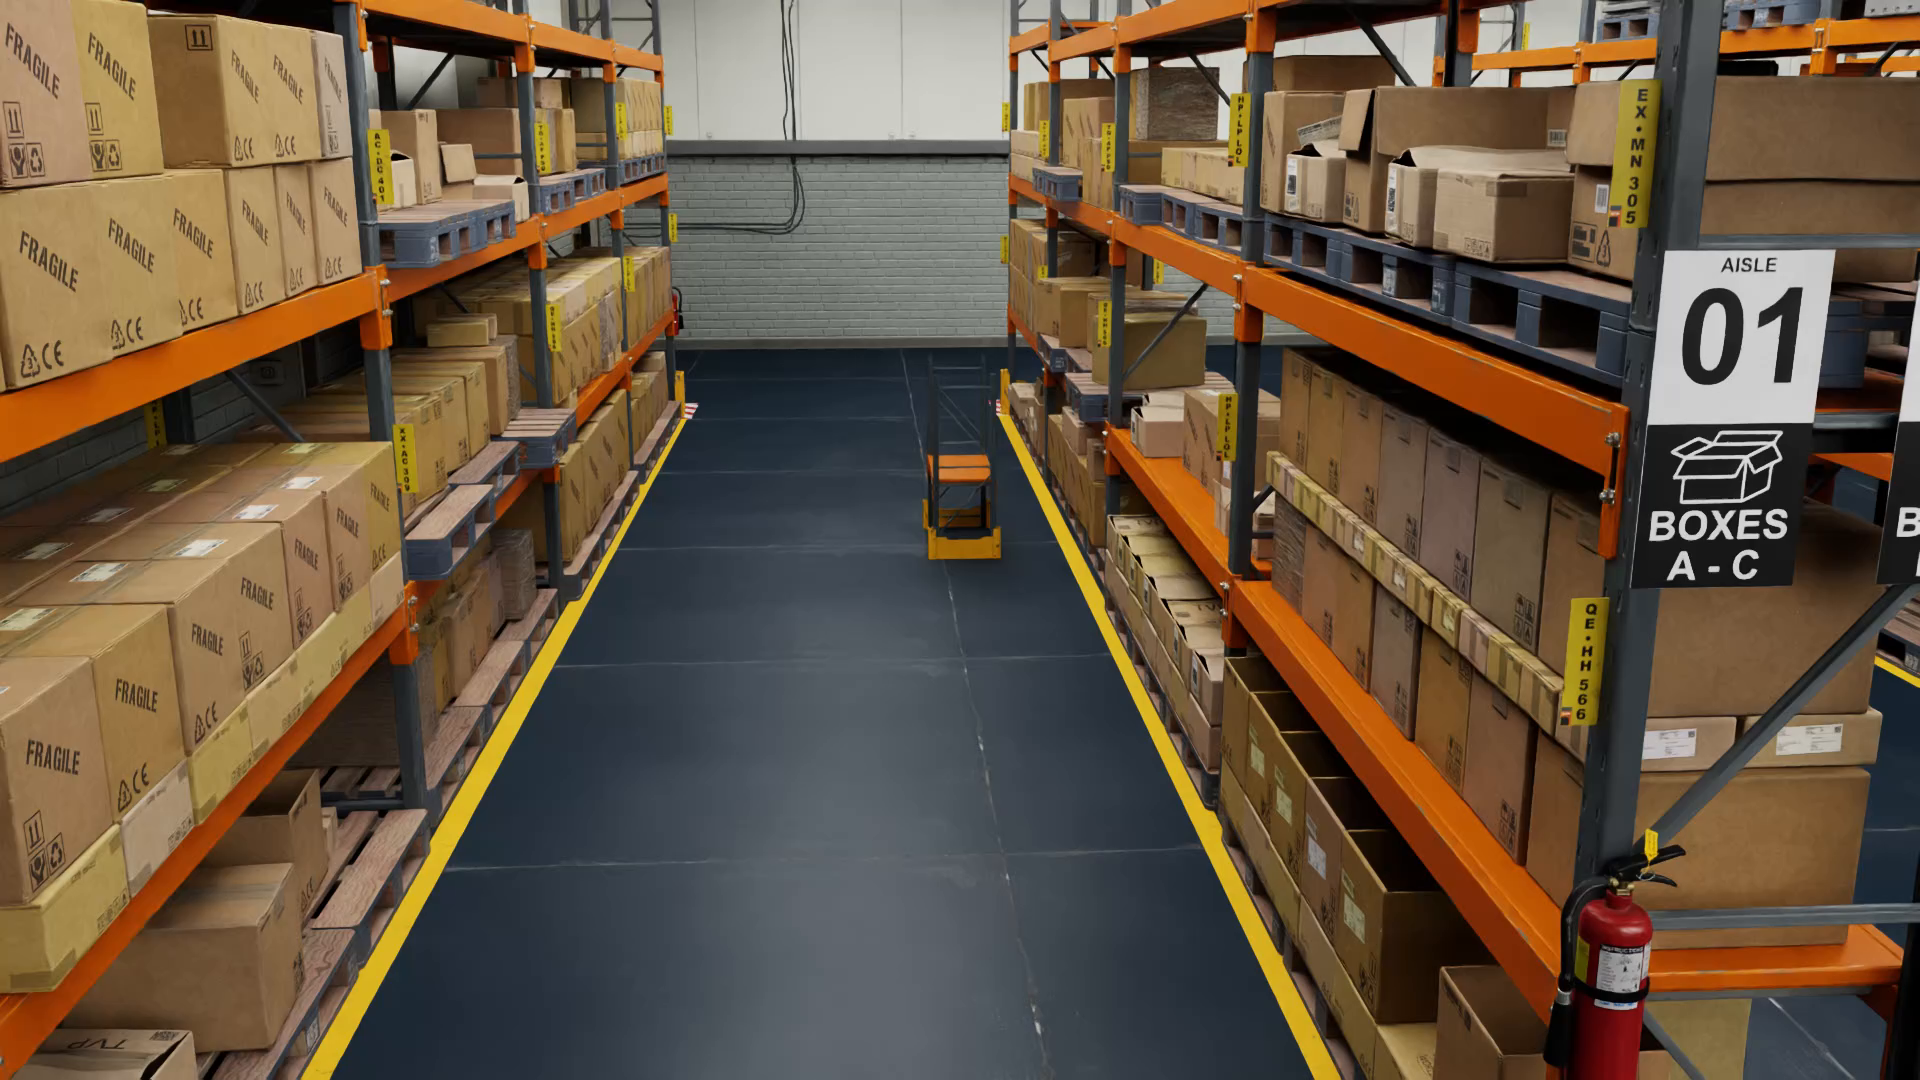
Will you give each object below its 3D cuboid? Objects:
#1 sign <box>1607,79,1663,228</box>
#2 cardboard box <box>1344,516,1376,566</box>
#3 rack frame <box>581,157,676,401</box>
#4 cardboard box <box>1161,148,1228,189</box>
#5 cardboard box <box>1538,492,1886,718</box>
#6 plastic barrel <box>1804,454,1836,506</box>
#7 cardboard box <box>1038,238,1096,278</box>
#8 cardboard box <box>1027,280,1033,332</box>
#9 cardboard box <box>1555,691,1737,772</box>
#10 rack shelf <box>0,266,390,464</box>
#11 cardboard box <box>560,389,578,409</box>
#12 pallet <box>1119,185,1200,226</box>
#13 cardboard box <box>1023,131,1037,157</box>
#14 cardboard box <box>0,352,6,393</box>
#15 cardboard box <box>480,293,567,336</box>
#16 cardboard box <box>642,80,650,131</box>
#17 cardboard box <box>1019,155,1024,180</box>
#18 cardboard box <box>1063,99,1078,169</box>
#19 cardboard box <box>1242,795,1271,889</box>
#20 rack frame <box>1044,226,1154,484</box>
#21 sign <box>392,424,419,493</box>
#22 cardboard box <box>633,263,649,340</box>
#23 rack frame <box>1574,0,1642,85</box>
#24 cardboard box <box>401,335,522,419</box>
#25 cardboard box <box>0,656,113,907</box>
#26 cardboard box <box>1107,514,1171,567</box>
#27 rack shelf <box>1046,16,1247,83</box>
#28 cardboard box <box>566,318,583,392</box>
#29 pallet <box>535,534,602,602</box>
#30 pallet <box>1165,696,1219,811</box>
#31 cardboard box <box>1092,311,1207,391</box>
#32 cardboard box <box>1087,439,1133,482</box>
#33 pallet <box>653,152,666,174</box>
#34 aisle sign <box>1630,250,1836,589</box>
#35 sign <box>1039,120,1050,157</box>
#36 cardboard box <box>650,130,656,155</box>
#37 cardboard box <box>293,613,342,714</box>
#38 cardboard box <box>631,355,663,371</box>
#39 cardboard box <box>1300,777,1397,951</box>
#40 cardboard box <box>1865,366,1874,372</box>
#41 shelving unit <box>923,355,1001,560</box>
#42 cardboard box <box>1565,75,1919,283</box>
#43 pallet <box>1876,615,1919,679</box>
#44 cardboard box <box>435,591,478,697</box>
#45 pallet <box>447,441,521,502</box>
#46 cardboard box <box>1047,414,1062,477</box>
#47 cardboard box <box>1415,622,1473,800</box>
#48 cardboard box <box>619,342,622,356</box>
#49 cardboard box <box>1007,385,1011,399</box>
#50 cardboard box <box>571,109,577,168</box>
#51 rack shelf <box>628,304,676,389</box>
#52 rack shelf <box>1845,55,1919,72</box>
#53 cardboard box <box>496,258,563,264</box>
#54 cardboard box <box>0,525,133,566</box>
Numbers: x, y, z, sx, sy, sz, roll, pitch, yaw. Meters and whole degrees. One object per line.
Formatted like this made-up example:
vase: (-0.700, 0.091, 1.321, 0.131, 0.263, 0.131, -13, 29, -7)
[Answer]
sign: (1.524, -0.870, 3.749, 0.100, 0.325, 0.005, -1, 14, -3)
cardboard box: (1.726, 0.001, 6.499, 0.380, 0.149, 0.250, -1, 14, -5)
rack frame: (-3.868, -2.933, 19.407, 1.000, 3.000, 0.127, -1, 14, -3)
cardboard box: (1.655, -2.493, 11.133, 0.500, 0.250, 0.500, -2, 15, -8)
cardboard box: (2.047, 0.162, 4.572, 0.700, 0.500, 0.500, -1, 14, -3)
plastic barrel: (6.468, -0.370, 12.959, 0.600, 0.830, 0.708, -1, 14, -3)
cardboard box: (1.034, -2.670, 16.178, 0.500, 0.500, 0.500, -1, 14, -3)
cardboard box: (0.969, -2.441, 17.292, 0.500, 0.500, 0.500, -1, 14, -2)
cardboard box: (1.853, 0.514, 4.507, 0.380, 0.149, 0.250, -1, 14, -4)
rack shelf: (-3.001, -0.556, 5.591, 1.077, 0.370, 4.000, -1, 14, -3)
cardboard box: (-3.101, -1.047, 12.541, 0.380, 0.149, 0.250, 0, 14, -2)
pallet: (1.702, -2.215, 10.974, 1.213, 0.211, 1.003, 0, 14, -1)
cardboard box: (0.936, -4.128, 17.328, 0.500, 0.250, 0.500, -1, 14, -3)
cardboard box: (-2.648, -0.552, 3.891, 0.500, 0.500, 0.500, -1, 14, -2)
cardboard box: (-3.145, -1.633, 12.011, 0.500, 0.250, 0.500, -1, 14, -2)
cardboard box: (-3.490, -4.496, 17.215, 0.500, 0.500, 0.500, -2, 15, -6)
cardboard box: (0.904, -4.010, 17.874, 0.500, 0.250, 0.500, -1, 14, -3)
cardboard box: (1.281, -3.642, 14.899, 0.600, 0.600, 0.600, -2, 15, -9)
cardboard box: (1.571, 1.346, 7.449, 0.500, 0.250, 0.500, -1, 14, -3)
rack frame: (1.323, -2.016, 15.842, 1.000, 3.000, 0.127, -1, 14, -3)
sign: (-2.584, -0.378, 7.740, 0.100, 0.325, 0.005, -1, 14, -3)
cardboard box: (-3.678, -2.401, 16.735, 0.980, 0.700, 0.700, -1, 14, -5)
rack frame: (6.267, -4.997, 15.388, 1.000, 3.000, 0.127, -1, 14, -3)
cardboard box: (-3.334, -1.088, 11.153, 0.700, 0.500, 0.500, -3, 15, -10)
cardboard box: (-2.607, 0.622, 4.344, 0.500, 0.500, 0.500, -1, 14, -3)
cardboard box: (1.310, -0.030, 11.672, 0.500, 0.311, 0.500, 0, 14, -2)
rack shelf: (1.447, -3.882, 13.300, 1.077, 0.370, 4.000, -1, 14, -3)
cardboard box: (-3.171, -1.401, 12.614, 0.500, 0.500, 0.500, 0, 14, -2)
pallet: (-3.346, 0.210, 12.788, 1.003, 0.211, 1.213, -1, 14, -3)
pallet: (1.734, 1.141, 9.166, 1.003, 0.211, 1.213, -1, 14, -3)
cardboard box: (1.420, -1.428, 12.512, 0.700, 0.500, 0.500, -6, 16, -22)
cardboard box: (1.271, -0.630, 13.083, 0.500, 0.250, 0.500, 0, 14, -1)
pallet: (-3.812, -4.159, 18.328, 1.003, 0.211, 1.213, -1, 14, -3)
aisle sign: (1.778, -0.270, 3.837, 0.394, 0.787, 0.004, -1, 14, -3)
sign: (0.782, -3.709, 15.363, 0.100, 0.325, 0.005, -1, 14, -3)
cardboard box: (-3.525, -4.258, 17.792, 0.500, 0.250, 0.500, -1, 14, -6)
cardboard box: (-2.724, 0.476, 6.417, 0.500, 0.250, 0.500, -1, 14, -4)
cardboard box: (-3.519, -1.975, 18.555, 0.380, 0.149, 0.250, 0, 14, -2)
cardboard box: (1.630, 1.232, 6.389, 0.500, 0.500, 0.500, -1, 14, -3)
cardboard box: (11.082, -2.179, 19.897, 0.875, 0.875, 0.875, -1, 14, -3)
shelving unit: (0.005, -0.707, 13.766, 0.587, 1.500, 1.083, -1, 14, -3)
cardboard box: (2.035, -0.948, 4.342, 0.797, 0.503, 0.637, 0, 14, 0)
pallet: (6.597, 0.750, 10.689, 1.003, 0.211, 1.213, -1, 14, -3)
cardboard box: (-3.261, 0.611, 9.767, 0.700, 0.500, 0.500, -1, 14, -3)
pallet: (-3.209, -0.359, 9.787, 1.003, 0.211, 1.213, -1, 14, -3)
cardboard box: (1.110, -0.894, 15.616, 0.500, 0.500, 0.500, -2, 15, -6)
cardboard box: (1.988, 0.550, 5.670, 0.700, 0.500, 0.500, -1, 14, -3)
cardboard box: (-3.317, -1.747, 15.260, 0.380, 0.149, 0.250, -1, 14, -3)
cardboard box: (0.758, -1.734, 19.583, 0.380, 0.149, 0.250, -1, 14, -3)
cardboard box: (-3.676, -3.432, 14.243, 0.700, 0.500, 0.500, -2, 15, -6)
rack shelf: (-3.745, -2.088, 17.564, 1.077, 0.370, 4.000, -1, 14, -3)
rack shelf: (11.087, -5.029, 17.758, 1.077, 0.370, 4.000, -1, 14, -3)
cardboard box: (-3.852, -2.385, 14.935, 0.500, 0.250, 0.500, 0, 14, -2)
cardboard box: (-3.207, 0.253, 5.781, 0.500, 0.500, 0.500, -1, 14, -3)
